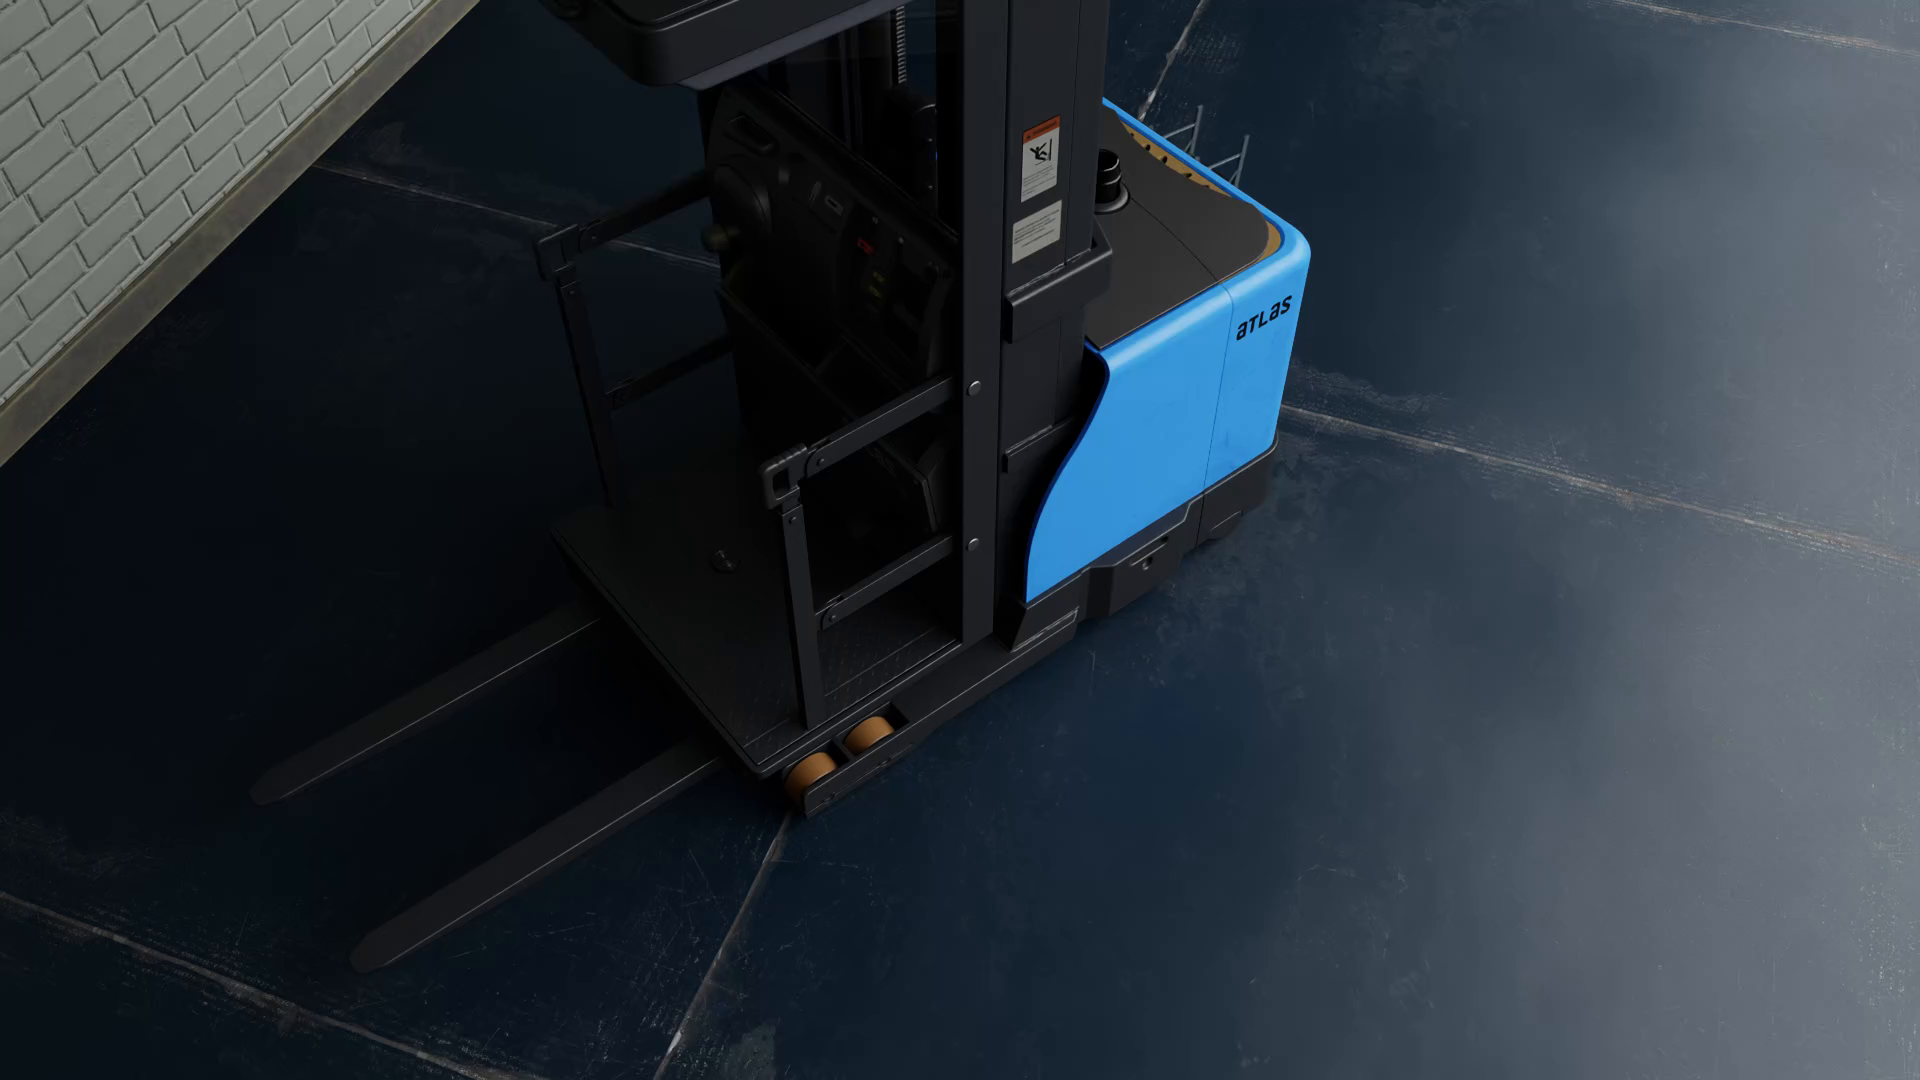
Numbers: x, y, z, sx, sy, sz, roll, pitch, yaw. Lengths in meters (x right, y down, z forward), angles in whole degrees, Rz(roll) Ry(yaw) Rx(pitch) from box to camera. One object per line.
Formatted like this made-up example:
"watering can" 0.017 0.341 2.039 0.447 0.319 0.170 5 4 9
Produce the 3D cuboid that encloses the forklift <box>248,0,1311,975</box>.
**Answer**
"forklift" -0.487 -0.667 3.888 3.031 2.935 1.130 -31 56 -24

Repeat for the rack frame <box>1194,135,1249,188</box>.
"rack frame" 0.767 -0.891 5.411 0.240 0.900 0.006 -28 55 -29

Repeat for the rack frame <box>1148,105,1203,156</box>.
"rack frame" 0.638 -1.010 5.514 0.240 0.900 0.006 -28 55 -29

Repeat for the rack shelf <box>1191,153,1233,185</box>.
"rack shelf" 0.721 -1.115 5.294 0.258 0.077 0.200 -28 55 -29

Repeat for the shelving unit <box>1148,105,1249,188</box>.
"shelving unit" 0.702 -0.950 5.462 0.258 0.900 0.210 -28 55 -29
